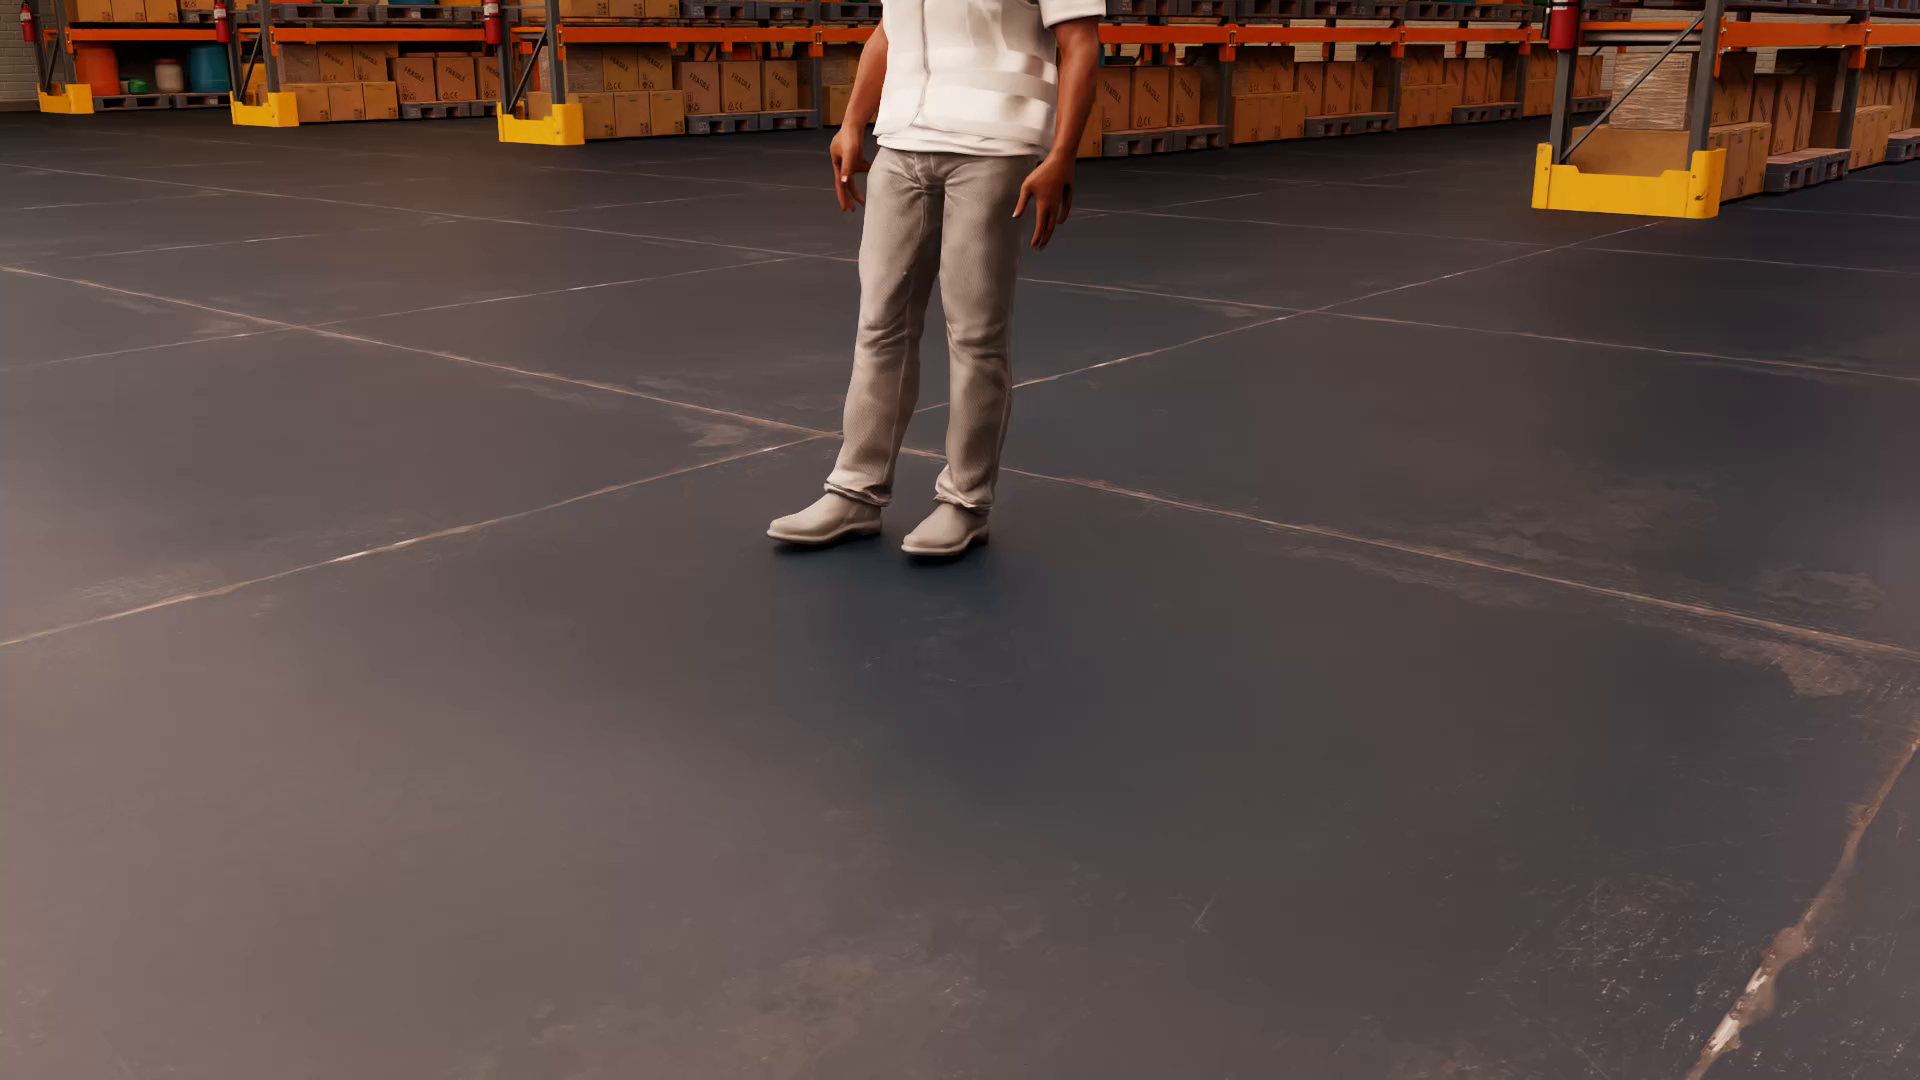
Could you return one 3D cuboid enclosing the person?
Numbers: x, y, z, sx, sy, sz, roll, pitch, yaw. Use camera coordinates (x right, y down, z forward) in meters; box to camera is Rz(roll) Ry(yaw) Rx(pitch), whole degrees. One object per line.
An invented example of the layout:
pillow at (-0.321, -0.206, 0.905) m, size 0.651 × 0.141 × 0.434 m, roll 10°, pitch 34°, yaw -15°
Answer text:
person at (-0.049, -0.837, 3.635) m, size 0.665 × 1.768 × 0.575 m, roll 13°, pitch 21°, yaw 37°
